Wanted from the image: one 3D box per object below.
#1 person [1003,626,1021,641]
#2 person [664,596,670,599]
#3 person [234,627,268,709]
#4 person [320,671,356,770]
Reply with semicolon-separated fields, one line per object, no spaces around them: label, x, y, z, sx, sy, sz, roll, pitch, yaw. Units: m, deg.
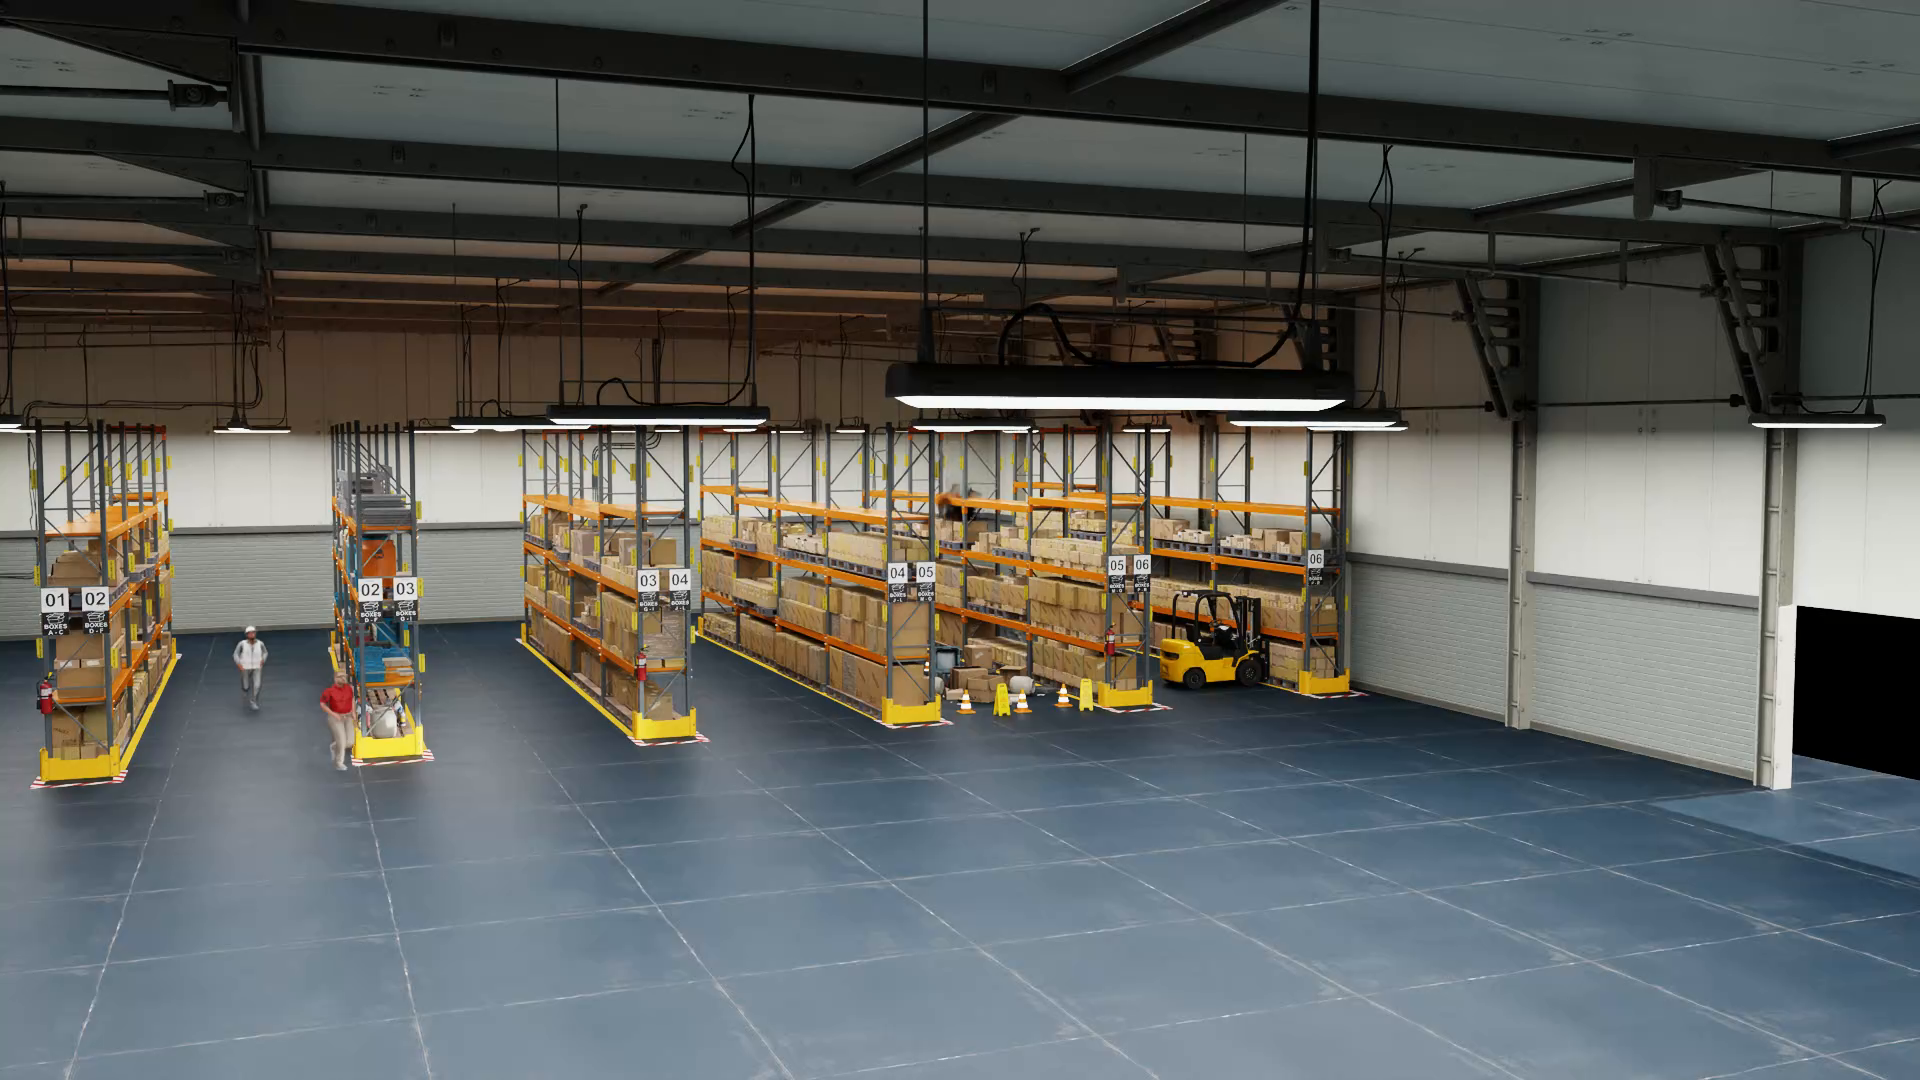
person;1.365;2.152;44.668;0.536;1.575;0.744;-2;4;-31
person;-7.884;1.990;45.817;0.688;1.747;0.648;-1;4;-10
person;-14.924;2.685;35.031;0.678;1.728;0.643;-2;4;-28
person;-10.727;3.095;28.680;0.627;1.688;0.692;2;4;32
